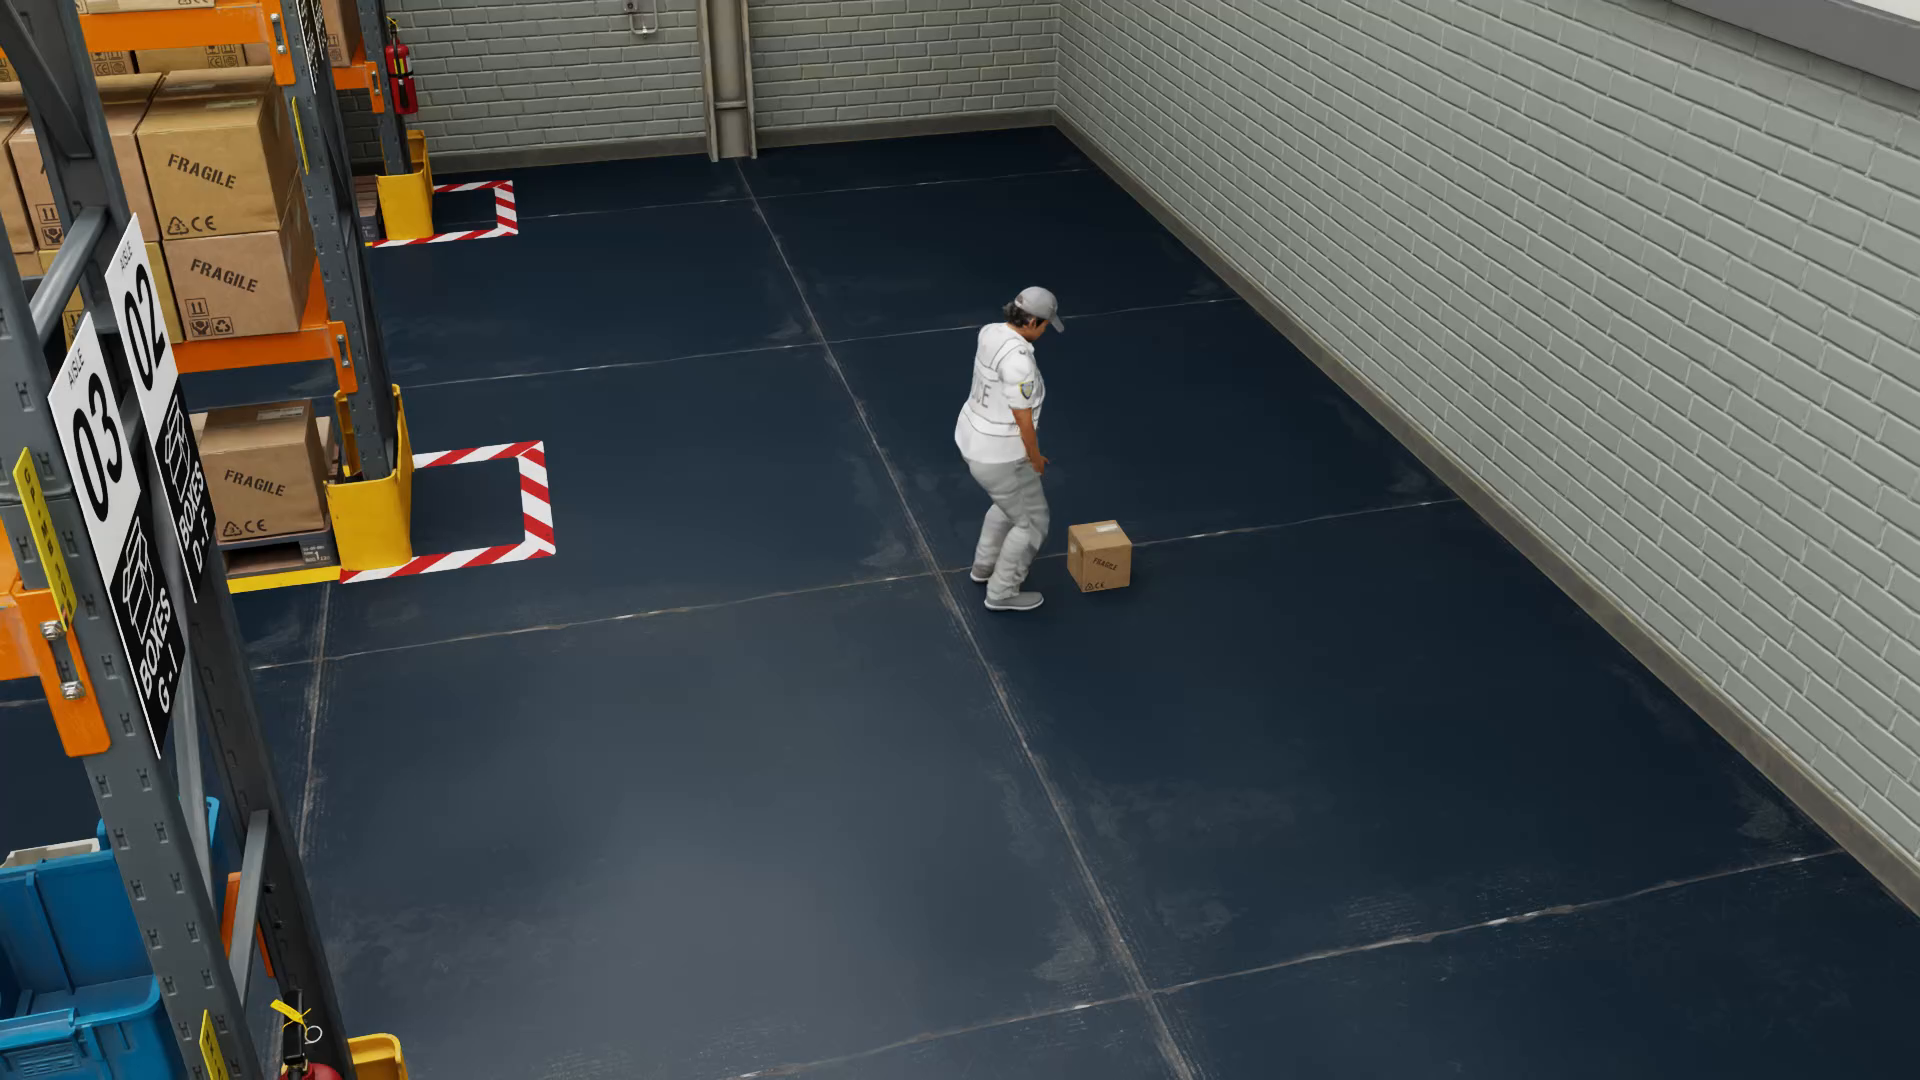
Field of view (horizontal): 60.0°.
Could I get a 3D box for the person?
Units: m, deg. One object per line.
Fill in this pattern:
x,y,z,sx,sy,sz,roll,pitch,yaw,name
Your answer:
0.237,-0.446,7.965,0.513,1.600,0.504,-7,31,-12,person
